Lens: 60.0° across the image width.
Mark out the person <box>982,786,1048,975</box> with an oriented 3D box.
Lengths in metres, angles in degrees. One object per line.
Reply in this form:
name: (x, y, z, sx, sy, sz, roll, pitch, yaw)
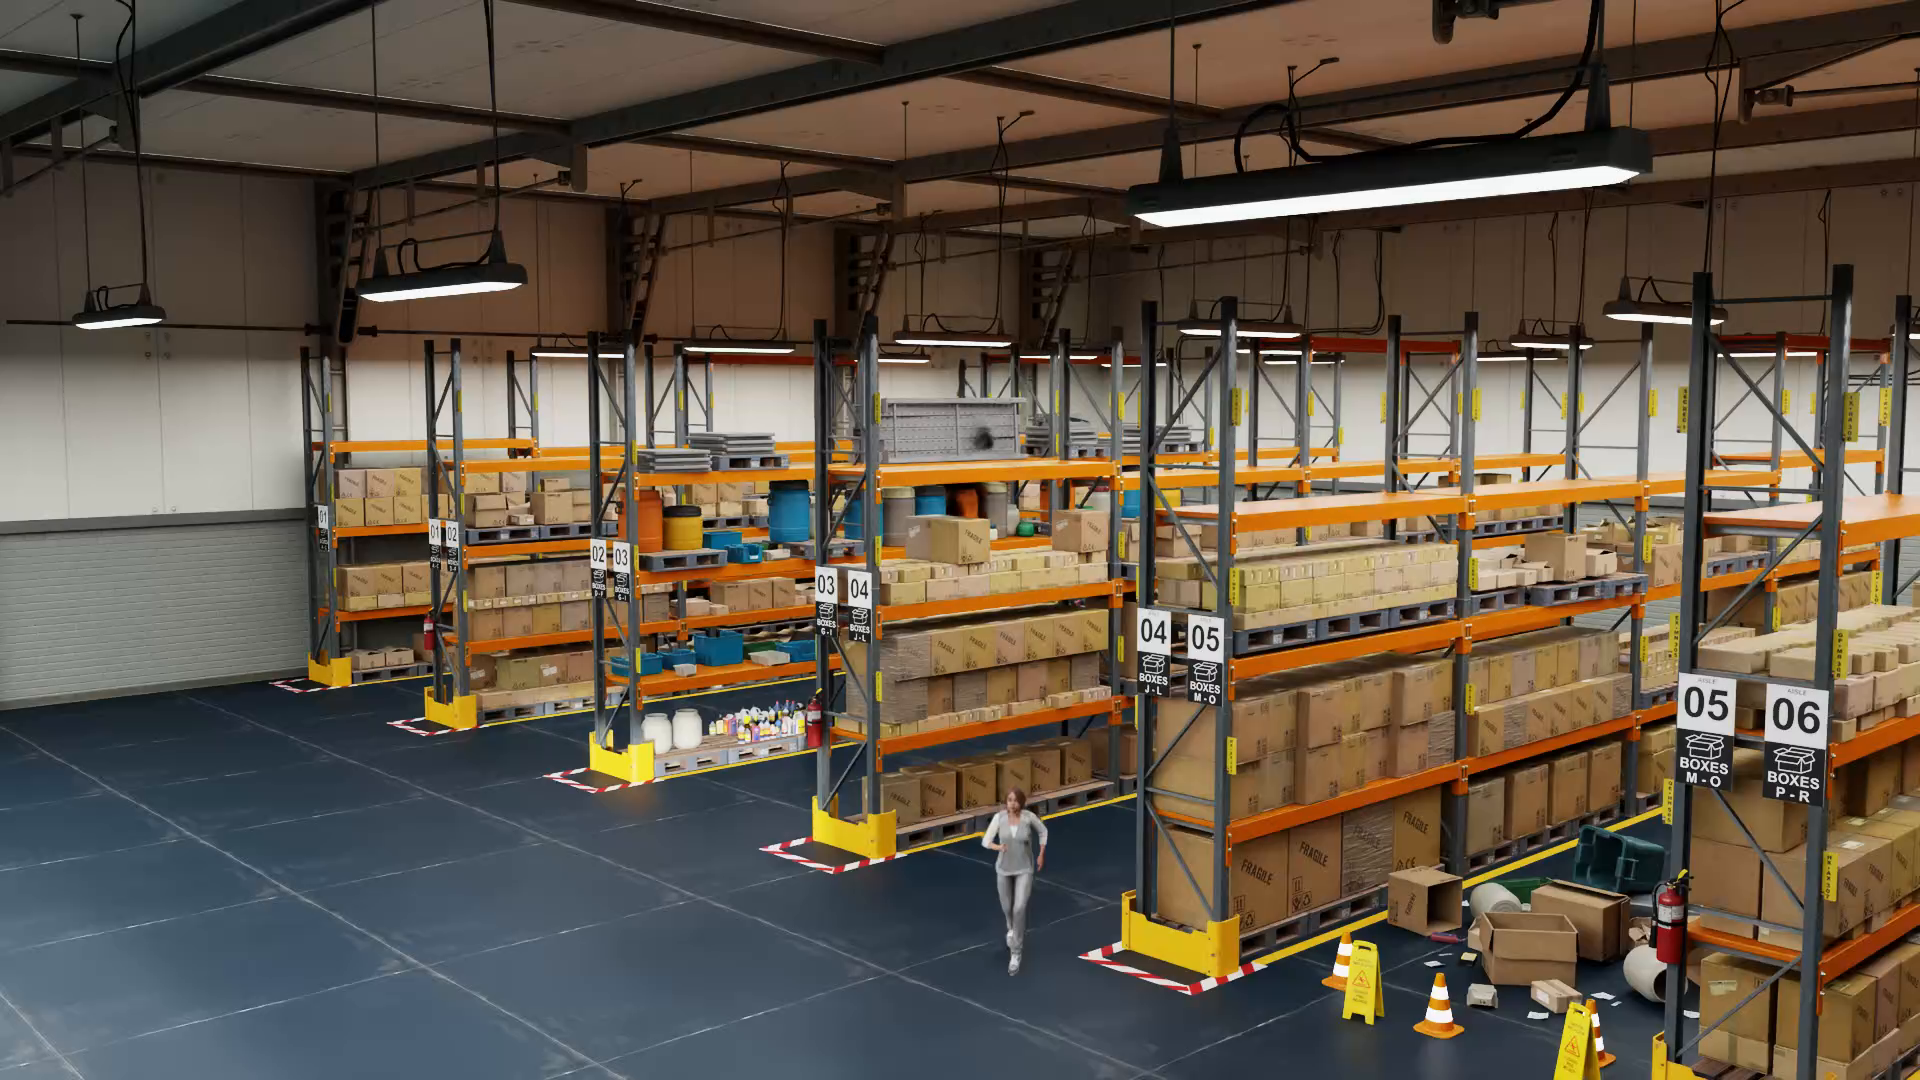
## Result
person: (0.497, 3.039, 15.117, 0.575, 1.617, 0.771, 1, 5, 9)
